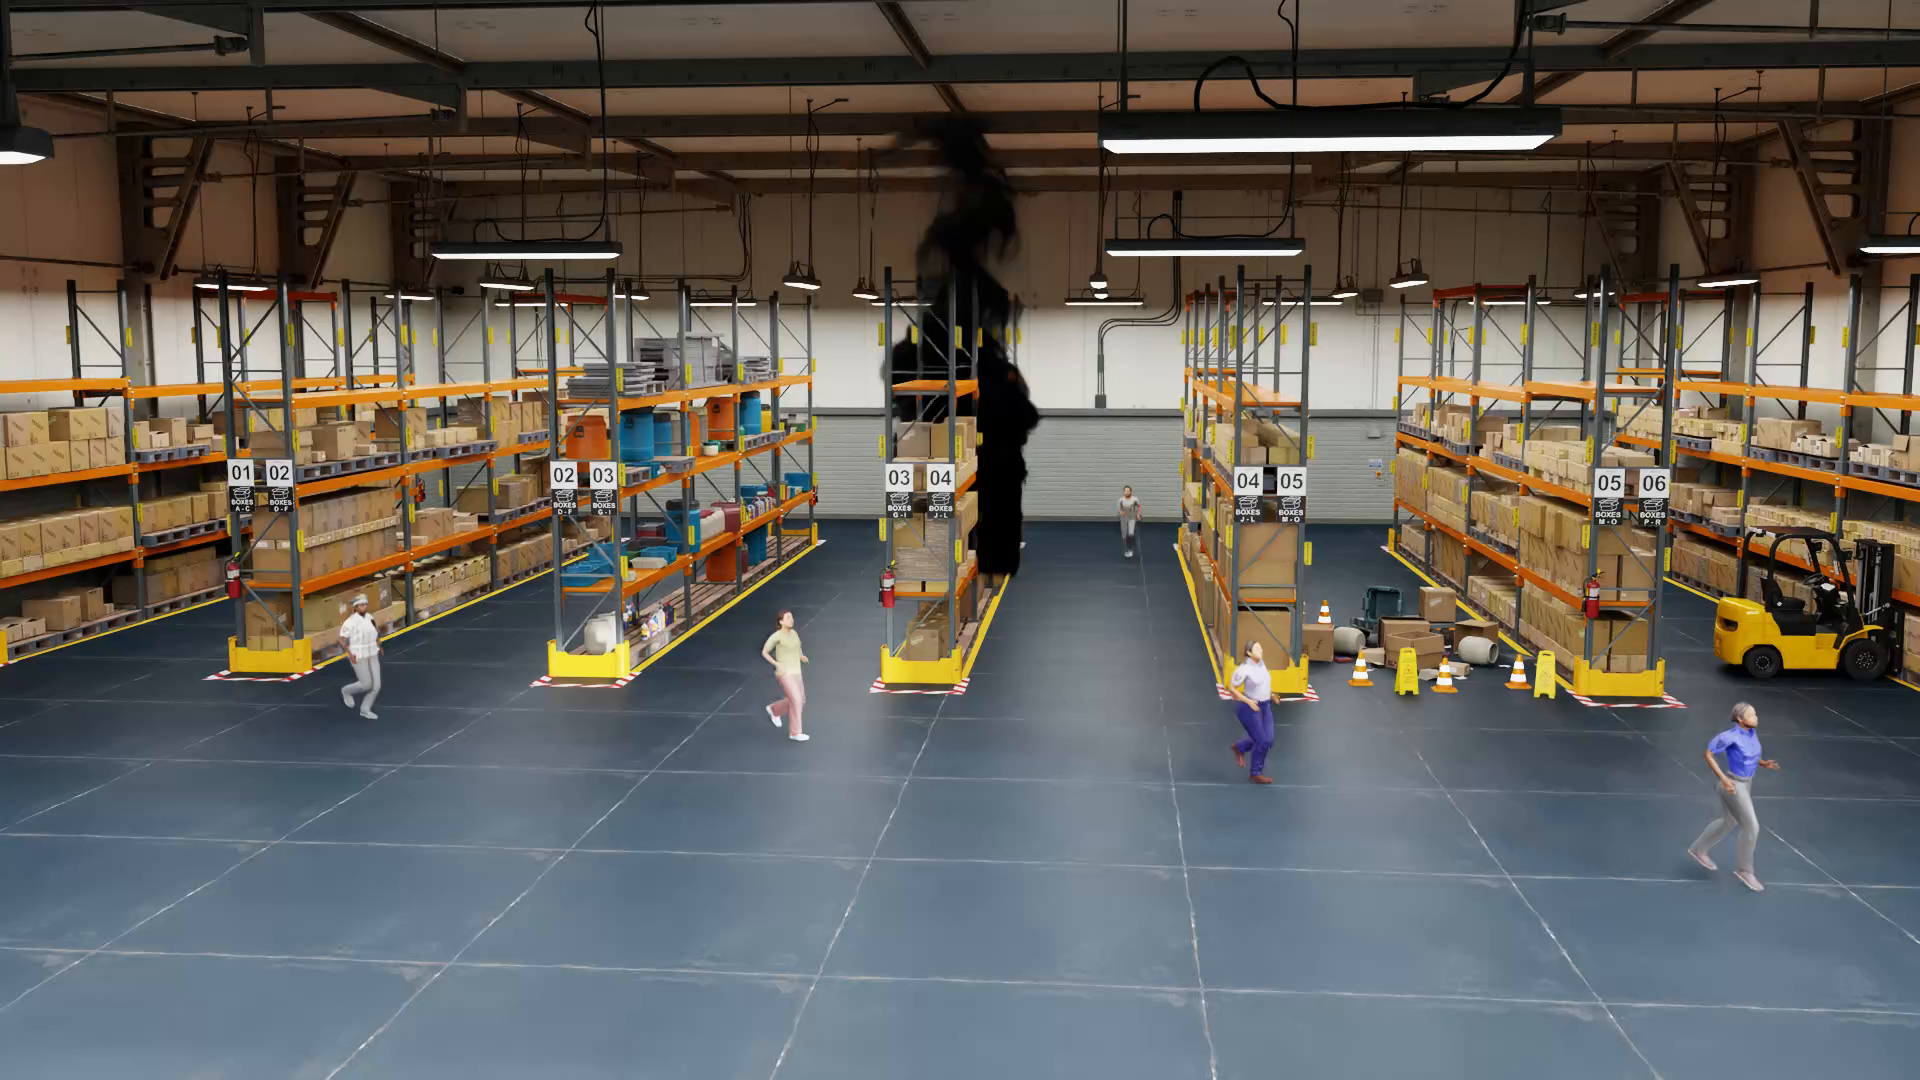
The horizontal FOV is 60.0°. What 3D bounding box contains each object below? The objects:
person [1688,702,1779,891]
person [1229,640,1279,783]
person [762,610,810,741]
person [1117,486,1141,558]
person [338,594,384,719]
[{"bbox_3d":[7.144,2.326,15.381,0.570,1.708,0.762,-7,10,-44],"label":"person"},{"bbox_3d":[3.303,1.930,18.881,0.611,1.587,0.652,-7,10,-44],"label":"person"},{"bbox_3d":[-2.186,1.673,20.805,0.752,1.628,0.586,5,9,36],"label":"person"},{"bbox_3d":[3.835,-0.418,37.839,0.531,1.643,0.744,1,7,10],"label":"person"},{"bbox_3d":[-7.909,1.534,21.996,0.558,1.656,0.584,4,8,31],"label":"person"}]
